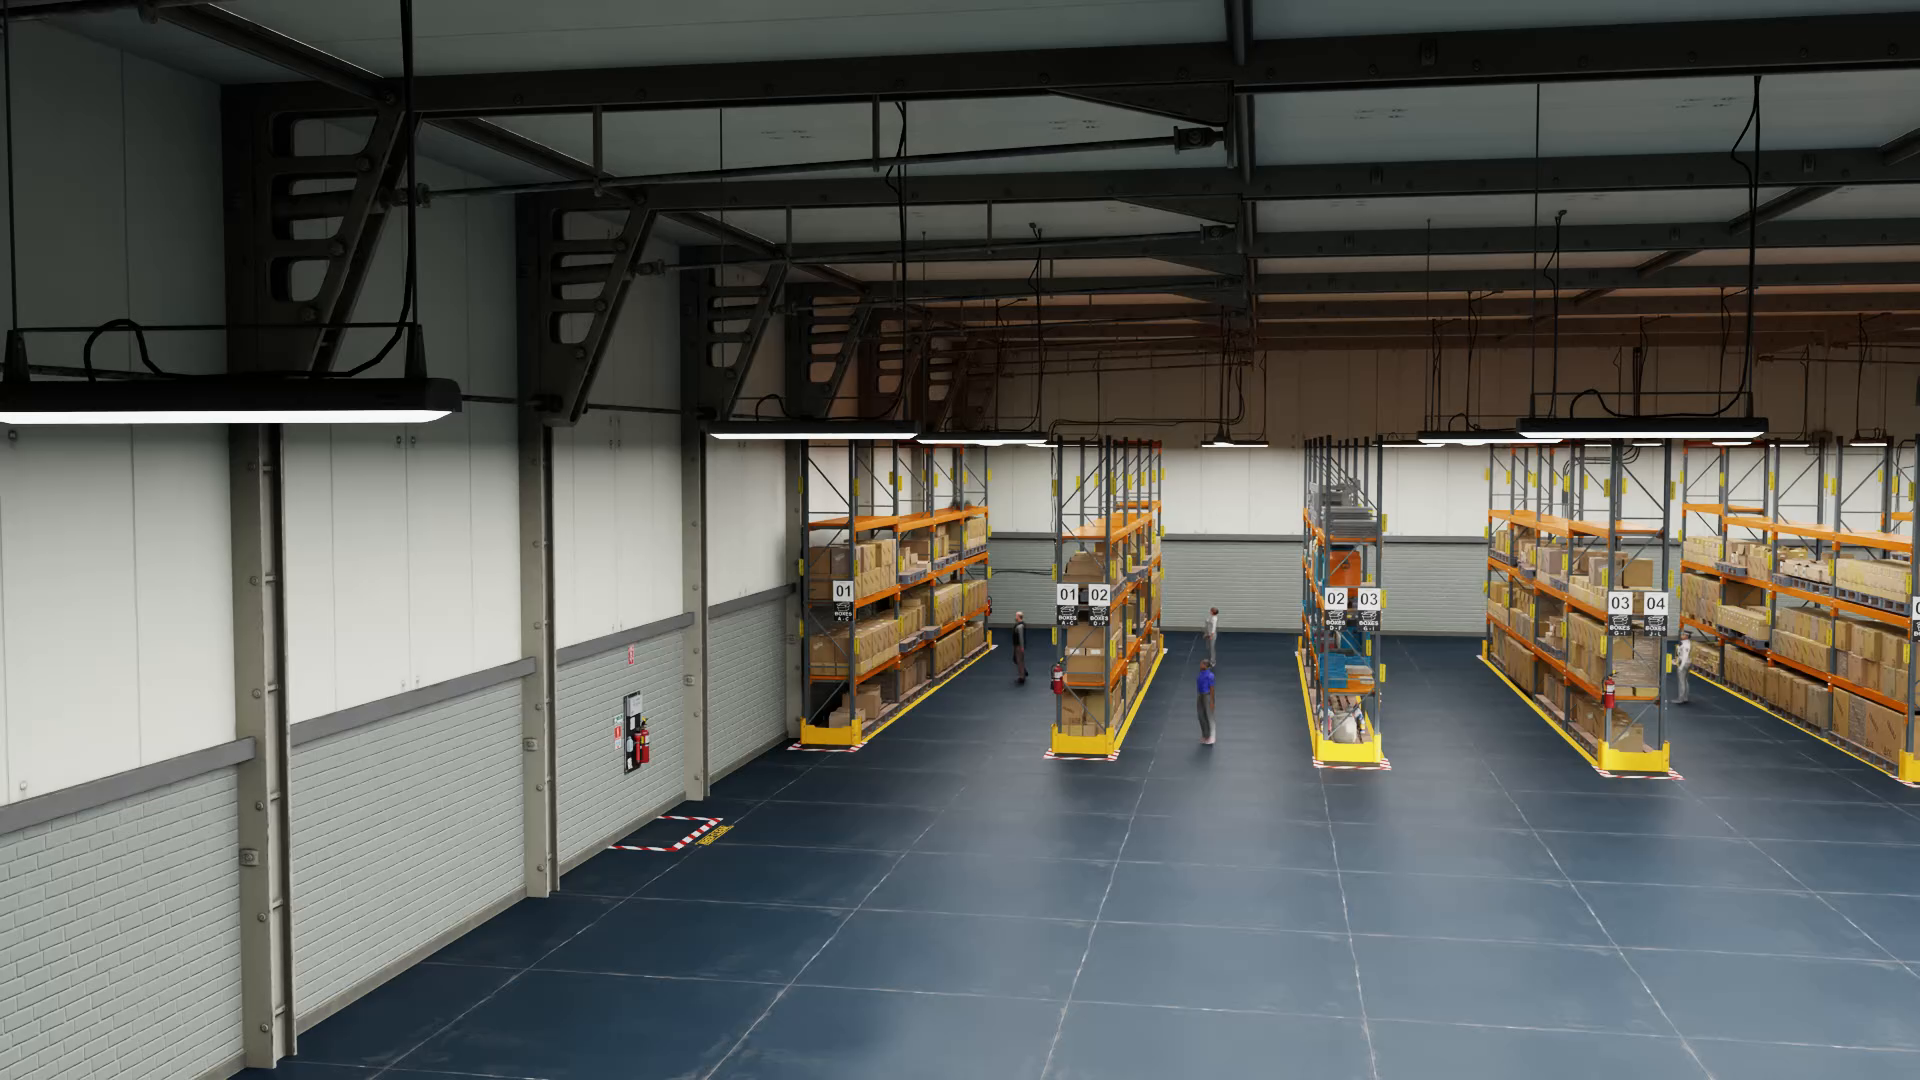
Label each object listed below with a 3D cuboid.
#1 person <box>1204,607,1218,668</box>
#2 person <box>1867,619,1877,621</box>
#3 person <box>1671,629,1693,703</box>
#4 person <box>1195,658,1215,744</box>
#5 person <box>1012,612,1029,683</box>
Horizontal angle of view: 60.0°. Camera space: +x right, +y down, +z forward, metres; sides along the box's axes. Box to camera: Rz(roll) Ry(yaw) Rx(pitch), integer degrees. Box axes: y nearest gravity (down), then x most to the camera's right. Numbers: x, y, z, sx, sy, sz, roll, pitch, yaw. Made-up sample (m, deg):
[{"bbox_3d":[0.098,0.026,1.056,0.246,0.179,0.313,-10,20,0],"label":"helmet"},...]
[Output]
[{"bbox_3d":[6.643,2.559,43.999,0.452,1.605,0.440,-2,4,-31],"label":"person"},{"bbox_3d":[21.337,2.733,39.055,0.670,1.771,0.457,-3,4,-40],"label":"person"},{"bbox_3d":[16.377,2.849,37.687,0.399,1.688,0.533,2,4,32],"label":"person"},{"bbox_3d":[4.802,3.147,32.433,0.342,1.697,0.550,-2,3,-26],"label":"person"},{"bbox_3d":[1.491,2.638,41.033,0.400,1.729,0.589,0,3,4],"label":"person"}]
